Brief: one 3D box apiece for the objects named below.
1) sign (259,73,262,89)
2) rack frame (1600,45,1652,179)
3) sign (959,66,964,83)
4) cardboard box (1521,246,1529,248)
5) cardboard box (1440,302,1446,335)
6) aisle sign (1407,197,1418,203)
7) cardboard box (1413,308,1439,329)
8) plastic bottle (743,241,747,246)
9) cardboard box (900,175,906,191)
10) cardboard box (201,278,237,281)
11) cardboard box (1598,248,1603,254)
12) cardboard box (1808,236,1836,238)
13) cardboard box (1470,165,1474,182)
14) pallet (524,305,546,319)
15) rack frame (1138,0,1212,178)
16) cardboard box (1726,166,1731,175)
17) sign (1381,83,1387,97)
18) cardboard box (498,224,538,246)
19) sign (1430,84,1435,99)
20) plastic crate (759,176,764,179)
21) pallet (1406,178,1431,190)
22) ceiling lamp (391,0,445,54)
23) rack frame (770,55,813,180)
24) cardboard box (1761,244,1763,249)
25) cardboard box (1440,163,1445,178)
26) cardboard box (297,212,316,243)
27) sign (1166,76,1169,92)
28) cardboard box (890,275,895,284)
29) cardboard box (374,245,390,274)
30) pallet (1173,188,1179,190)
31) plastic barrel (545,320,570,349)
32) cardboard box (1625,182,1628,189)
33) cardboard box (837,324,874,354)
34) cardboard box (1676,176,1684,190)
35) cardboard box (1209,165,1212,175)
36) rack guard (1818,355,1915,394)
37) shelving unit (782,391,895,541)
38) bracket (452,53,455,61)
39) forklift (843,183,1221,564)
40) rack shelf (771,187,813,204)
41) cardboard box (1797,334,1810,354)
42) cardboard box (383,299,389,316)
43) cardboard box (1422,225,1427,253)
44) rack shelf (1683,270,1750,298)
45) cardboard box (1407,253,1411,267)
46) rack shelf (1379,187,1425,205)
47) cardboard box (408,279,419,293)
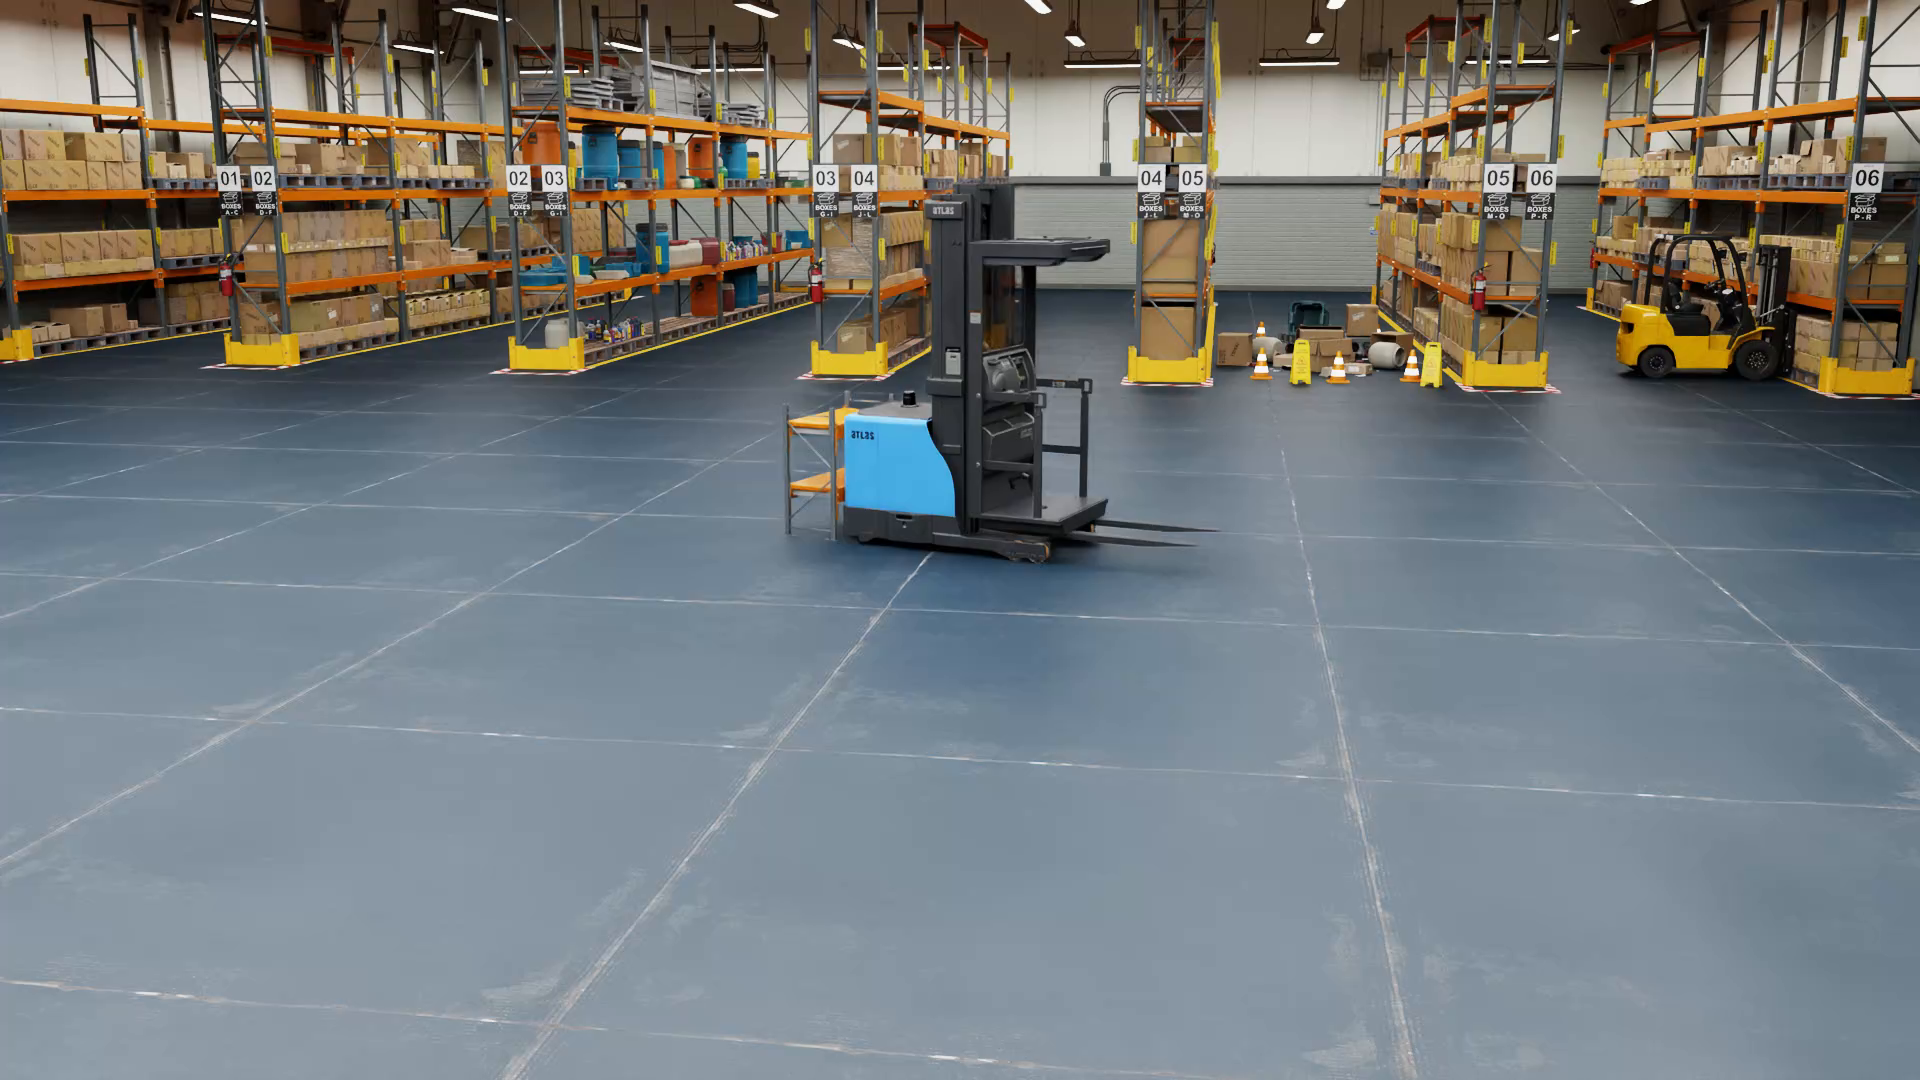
[{"bbox_3d":[-14.660,-9.628,34.904,0.100,0.325,0.005,2,12,9],"label":"sign"},{"bbox_3d":[15.413,-9.851,38.343,1.000,3.000,0.127,2,12,9],"label":"rack frame"},{"bbox_3d":[0.023,-9.147,32.670,0.100,0.325,0.005,2,12,9],"label":"sign"},{"bbox_3d":[8.618,-4.352,26.123,0.500,0.500,0.500,2,12,7],"label":"cardboard box"},{"bbox_3d":[8.305,-3.694,27.764,0.500,0.500,0.500,2,12,11],"label":"cardboard box"},{"bbox_3d":[10.825,-8.354,39.467,0.394,0.787,0.004,2,12,9],"label":"aisle sign"},{"bbox_3d":[9.181,-4.216,31.679,0.950,0.372,0.625,1,12,5],"label":"cardboard box"},{"bbox_3d":[-4.783,-6.467,37.000,0.144,0.351,0.185,2,12,9],"label":"plastic bottle"},{"bbox_3d":[-1.187,-5.873,27.360,0.500,0.250,0.500,2,12,10],"label":"cardboard box"},{"bbox_3d":[-15.407,-5.307,34.608,0.500,0.250,0.500,2,12,10],"label":"cardboard box"},{"bbox_3d":[15.091,-6.736,38.725,0.380,0.149,0.250,2,12,8],"label":"cardboard box"},{"bbox_3d":[13.710,-4.749,26.426,0.380,0.149,0.250,2,12,8],"label":"cardboard box"},{"bbox_3d":[7.951,-5.506,24.950,0.500,0.250,0.500,2,12,8],"label":"cardboard box"},{"bbox_3d":[-9.960,-5.100,37.158,1.003,0.211,1.213,2,12,9],"label":"pallet"},{"bbox_3d":[3.140,-6.820,24.278,1.000,3.000,0.127,2,12,9],"label":"rack frame"},{"bbox_3d":[13.555,-6.417,28.893,0.380,0.149,0.250,2,12,8],"label":"cardboard box"},{"bbox_3d":[9.960,-10.564,39.060,0.100,0.325,0.005,2,12,9],"label":"sign"},{"bbox_3d":[-10.024,-6.906,37.685,0.700,0.500,0.500,4,13,18],"label":"cardboard box"},{"bbox_3d":[11.042,-10.486,38.884,0.100,0.325,0.005,2,12,9],"label":"sign"},{"bbox_3d":[-4.824,-8.517,39.555,0.437,0.282,0.530,2,12,9],"label":"plastic crate"},{"bbox_3d":[9.324,-6.923,32.324,1.213,0.211,1.003,2,12,11],"label":"pallet"},{"bbox_3d":[-11.939,-12.570,37.103,0.800,3.185,2.000,2,12,9],"label":"ceiling lamp"},{"bbox_3d":[-4.178,-10.493,41.321,1.000,3.000,0.127,2,12,9],"label":"rack frame"},{"bbox_3d":[13.258,-4.728,27.037,0.380,0.149,0.250,2,12,8],"label":"cardboard box"},{"bbox_3d":[8.771,-6.516,29.349,0.500,0.250,0.500,2,12,9],"label":"cardboard box"},{"bbox_3d":[-11.365,-5.291,28.108,0.700,0.500,0.500,2,12,7],"label":"cardboard box"},{"bbox_3d":[4.452,-9.834,35.861,0.100,0.325,0.005,2,12,9],"label":"sign"},{"bbox_3d":[-1.280,-4.258,27.227,0.380,0.149,0.250,2,12,9],"label":"cardboard box"},{"bbox_3d":[-10.980,-5.179,30.670,0.700,0.500,0.500,2,12,7],"label":"cardboard box"},{"bbox_3d":[3.848,-6.285,29.371,0.805,0.209,1.217,1,12,6],"label":"pallet"},{"bbox_3d":[-6.613,-3.358,27.363,0.421,0.512,0.421,0,12,0],"label":"plastic barrel"},{"bbox_3d":[14.797,-7.778,36.443,0.380,0.149,0.250,2,12,9],"label":"cardboard box"},{"bbox_3d":[-1.633,-3.182,26.573,0.500,0.500,0.500,4,13,19],"label":"cardboard box"},{"bbox_3d":[14.098,-6.865,31.966,0.500,0.250,0.500,2,12,9],"label":"cardboard box"},{"bbox_3d":[4.380,-6.951,30.535,0.500,0.500,0.500,2,12,9],"label":"cardboard box"},{"bbox_3d":[12.948,-2.361,23.761,1.175,0.500,0.348,2,12,9],"label":"rack guard"},{"bbox_3d":[-1.029,-0.661,14.391,0.538,1.125,1.048,6,14,26],"label":"shelving unit"},{"bbox_3d":[-13.992,-13.238,45.516,0.235,0.232,0.430,2,12,9],"label":"bracket"},{"bbox_3d":[0.584,-1.374,13.412,3.031,2.935,1.130,6,13,25],"label":"forklift"},{"bbox_3d":[-4.486,-8.258,39.780,1.077,0.370,4.000,2,12,9],"label":"rack shelf"},{"bbox_3d":[12.806,-2.909,24.713,0.500,0.250,0.500,2,12,8],"label":"cardboard box"},{"bbox_3d":[-11.139,-4.452,31.730,0.500,0.311,0.500,2,12,9],"label":"cardboard box"},{"bbox_3d":[8.906,-5.618,31.000,0.500,0.500,0.500,3,12,12],"label":"cardboard box"},{"bbox_3d":[13.875,-4.485,29.392,1.077,0.370,4.000,2,12,9],"label":"rack shelf"},{"bbox_3d":[9.162,-5.560,33.030,0.500,0.250,0.500,2,12,10],"label":"cardboard box"},{"bbox_3d":[10.200,-7.777,37.546,1.077,0.370,4.000,2,12,9],"label":"rack shelf"},{"bbox_3d":[-14.130,-6.506,42.001,0.700,0.500,0.500,1,12,7],"label":"cardboard box"}]
